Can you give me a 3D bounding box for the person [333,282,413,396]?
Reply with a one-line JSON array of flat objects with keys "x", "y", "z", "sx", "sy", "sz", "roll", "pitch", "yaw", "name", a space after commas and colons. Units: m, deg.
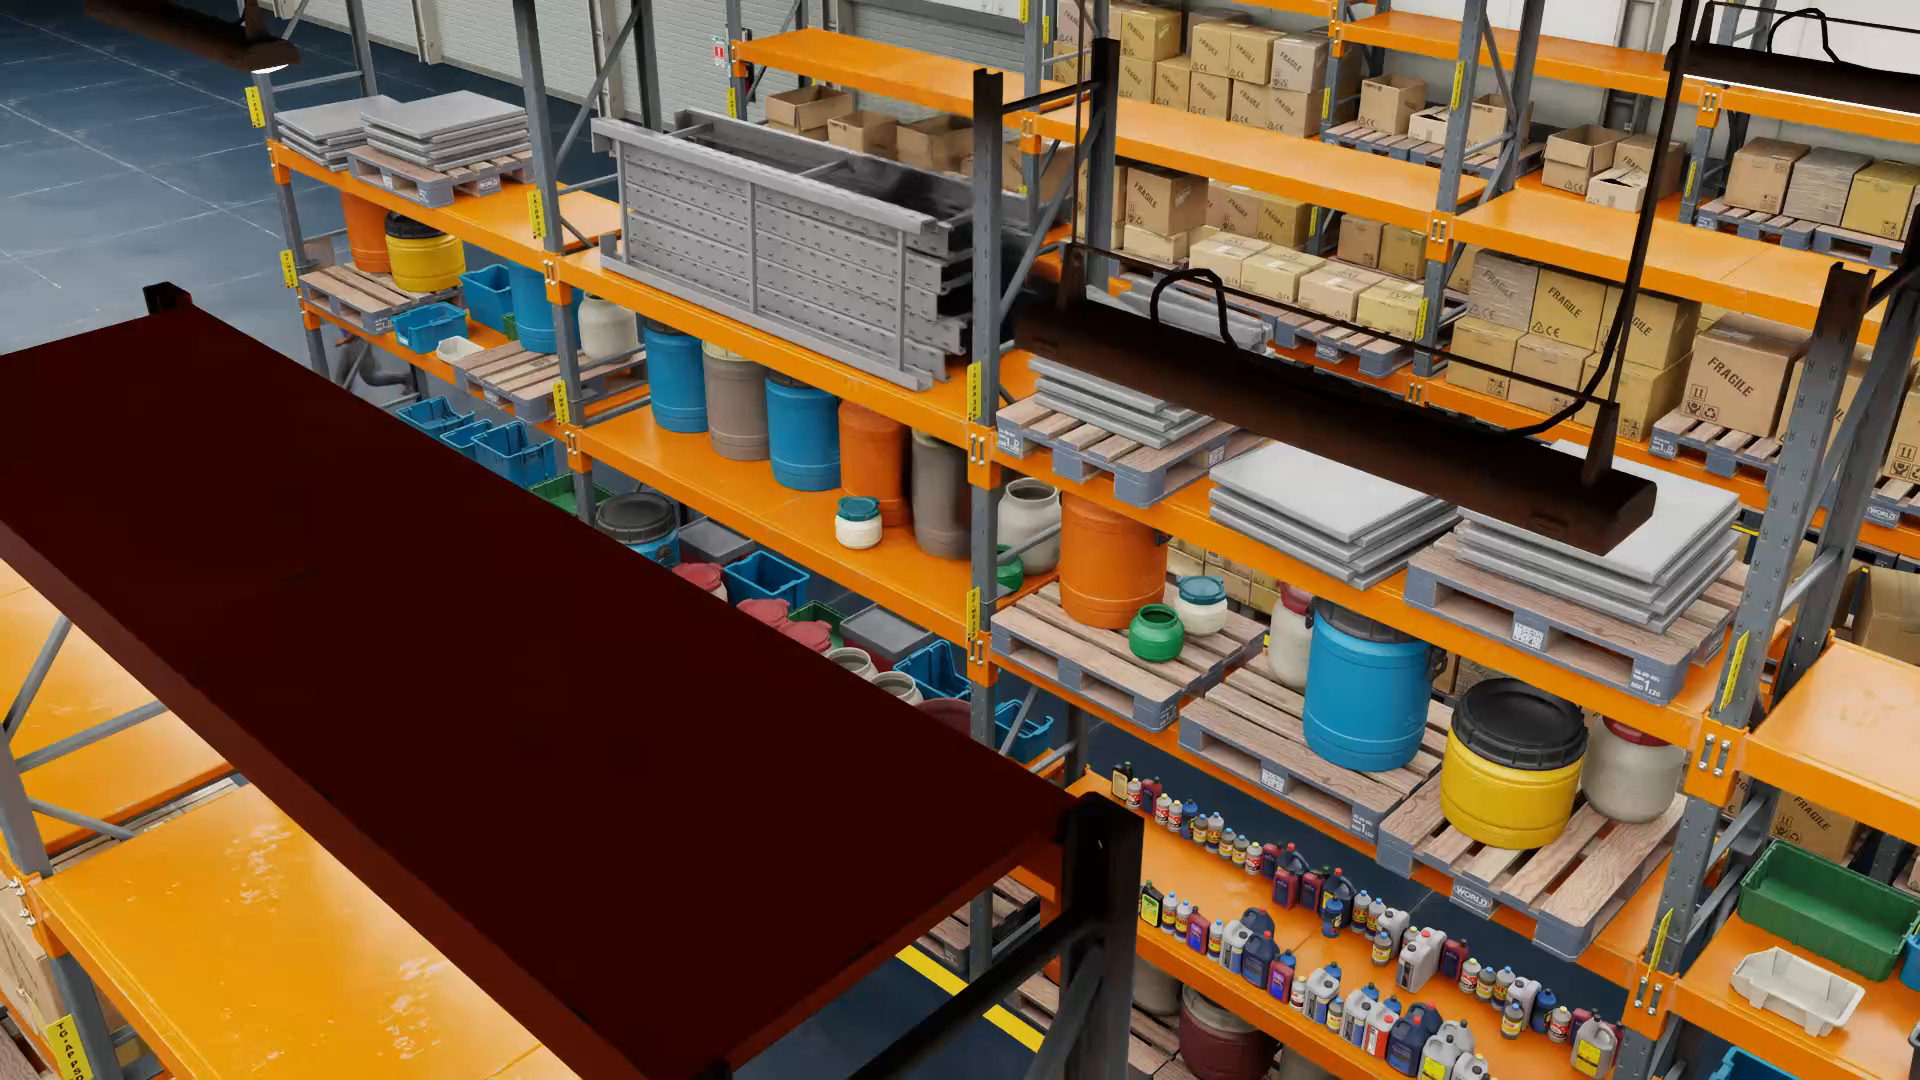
[{"x": -6.632, "y": -2.123, "z": 18.394, "sx": 1.057, "sy": 1.653, "sz": 0.547, "roll": -14, "pitch": 32, "yaw": -23, "name": "person"}]
